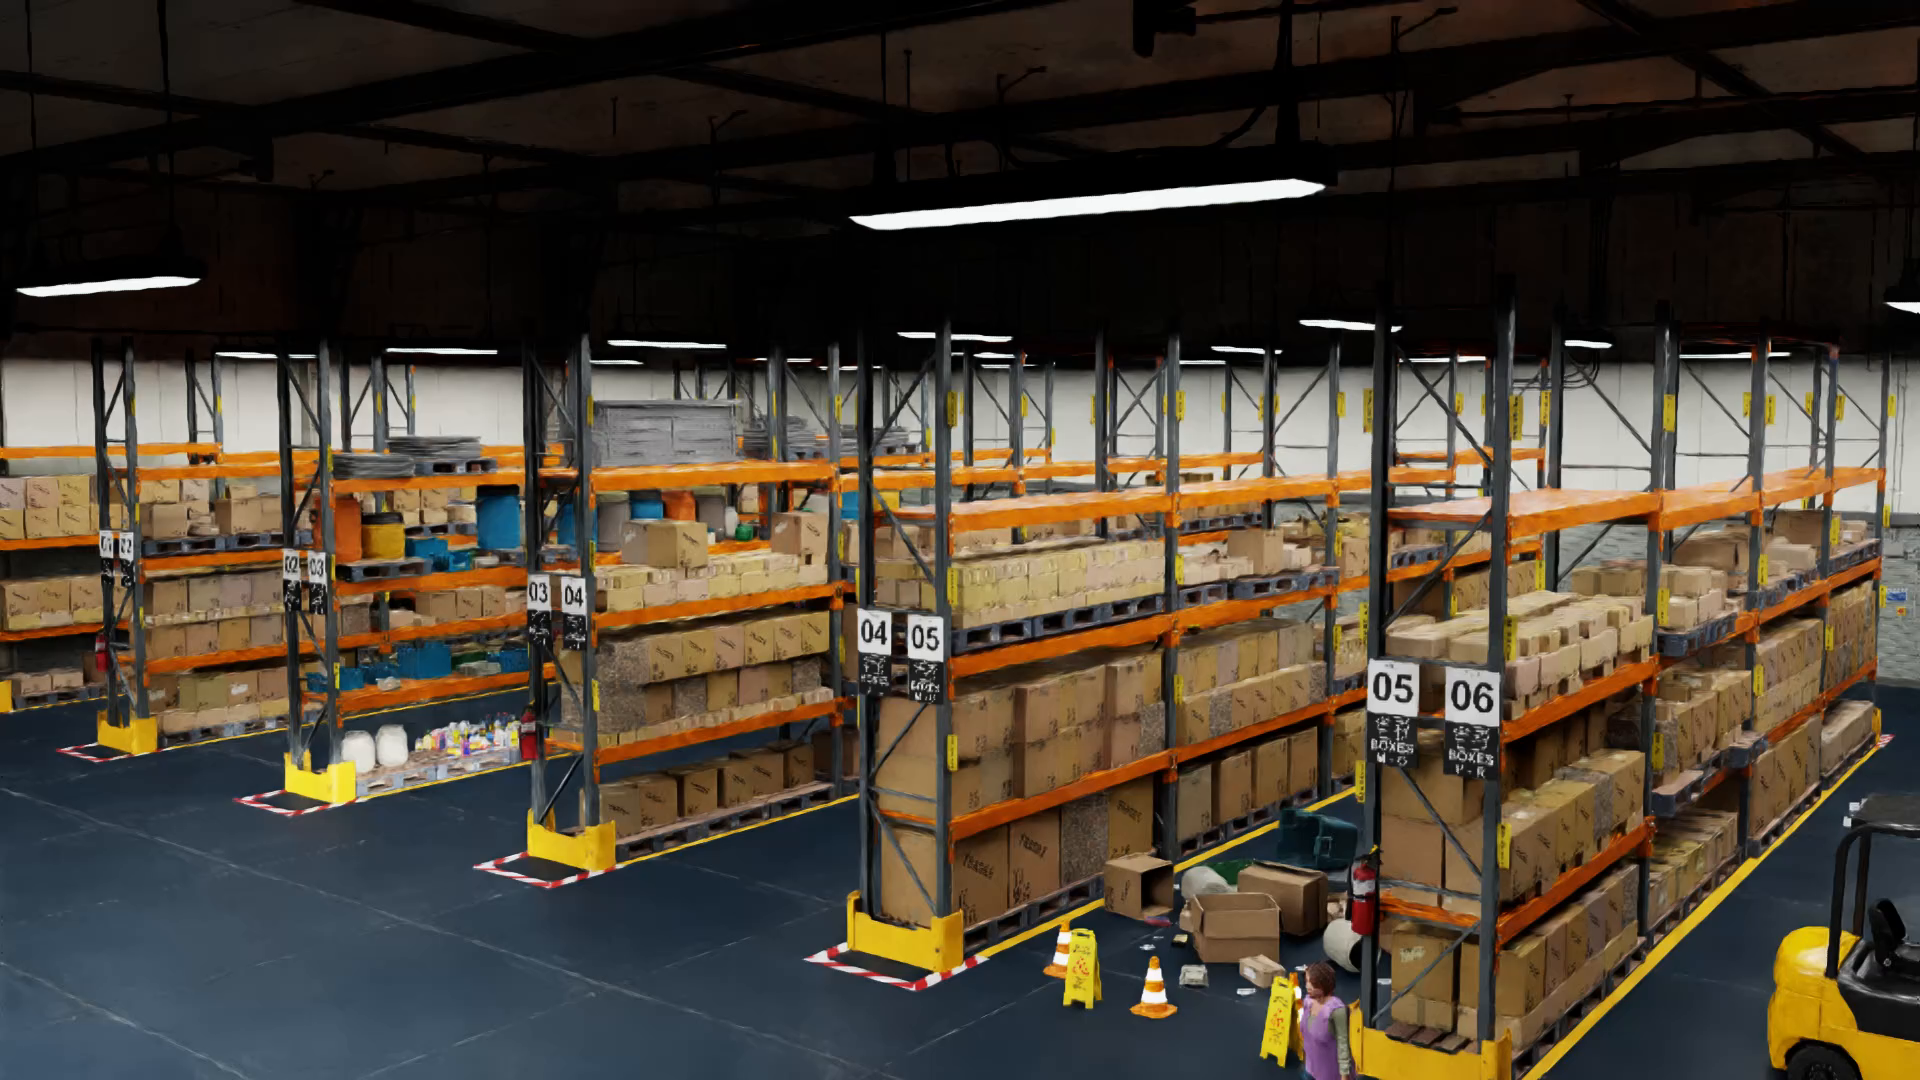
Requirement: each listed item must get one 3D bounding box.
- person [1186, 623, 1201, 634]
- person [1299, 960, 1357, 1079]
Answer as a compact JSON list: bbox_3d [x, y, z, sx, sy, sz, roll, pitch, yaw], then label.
[{"bbox_3d":[3.684,2.051,25.988,0.575,1.689,1.128,4,6,35],"label":"person"},{"bbox_3d":[2.378,3.461,10.745,0.884,1.543,0.457,-3,6,-28],"label":"person"}]
